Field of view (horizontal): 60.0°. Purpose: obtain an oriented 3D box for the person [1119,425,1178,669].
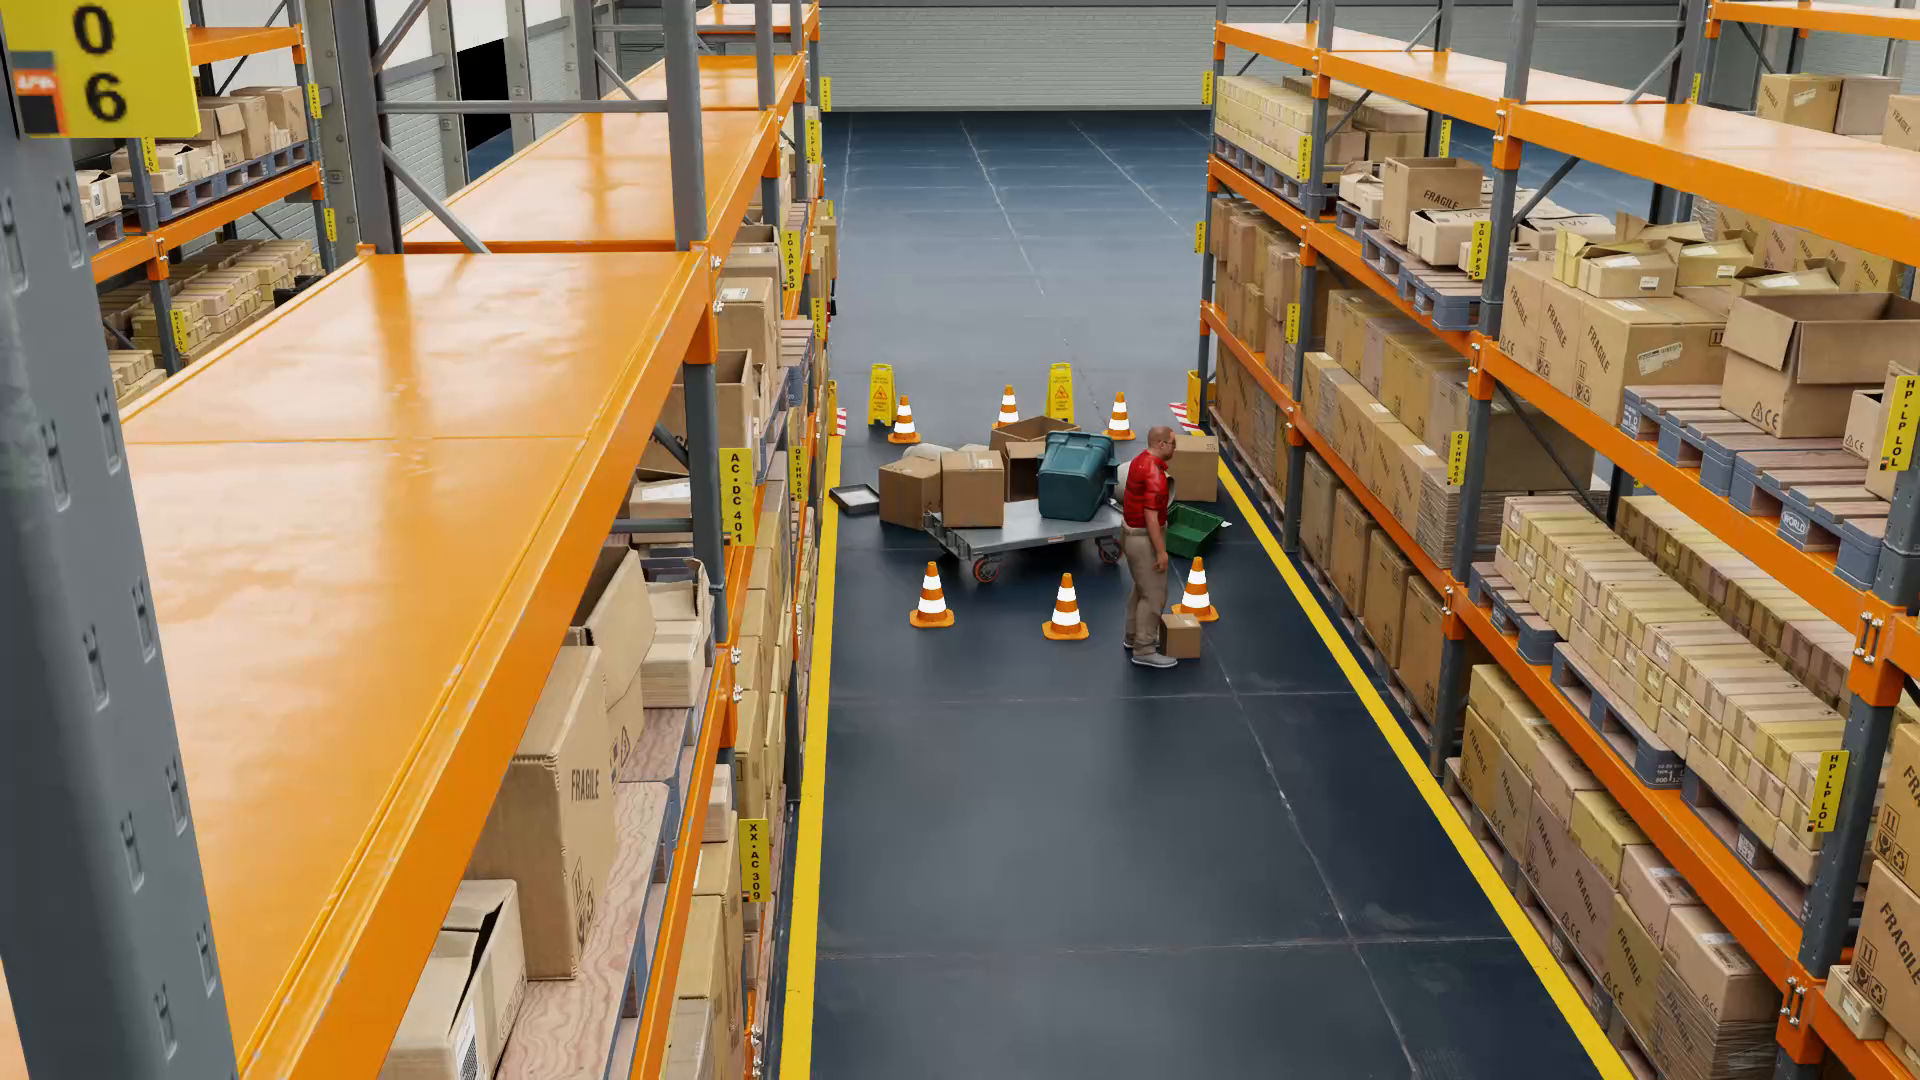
[{"bbox_3d":[1.354,0.018,11.901,0.393,1.726,0.606,-2,20,-6],"label":"person"}]
